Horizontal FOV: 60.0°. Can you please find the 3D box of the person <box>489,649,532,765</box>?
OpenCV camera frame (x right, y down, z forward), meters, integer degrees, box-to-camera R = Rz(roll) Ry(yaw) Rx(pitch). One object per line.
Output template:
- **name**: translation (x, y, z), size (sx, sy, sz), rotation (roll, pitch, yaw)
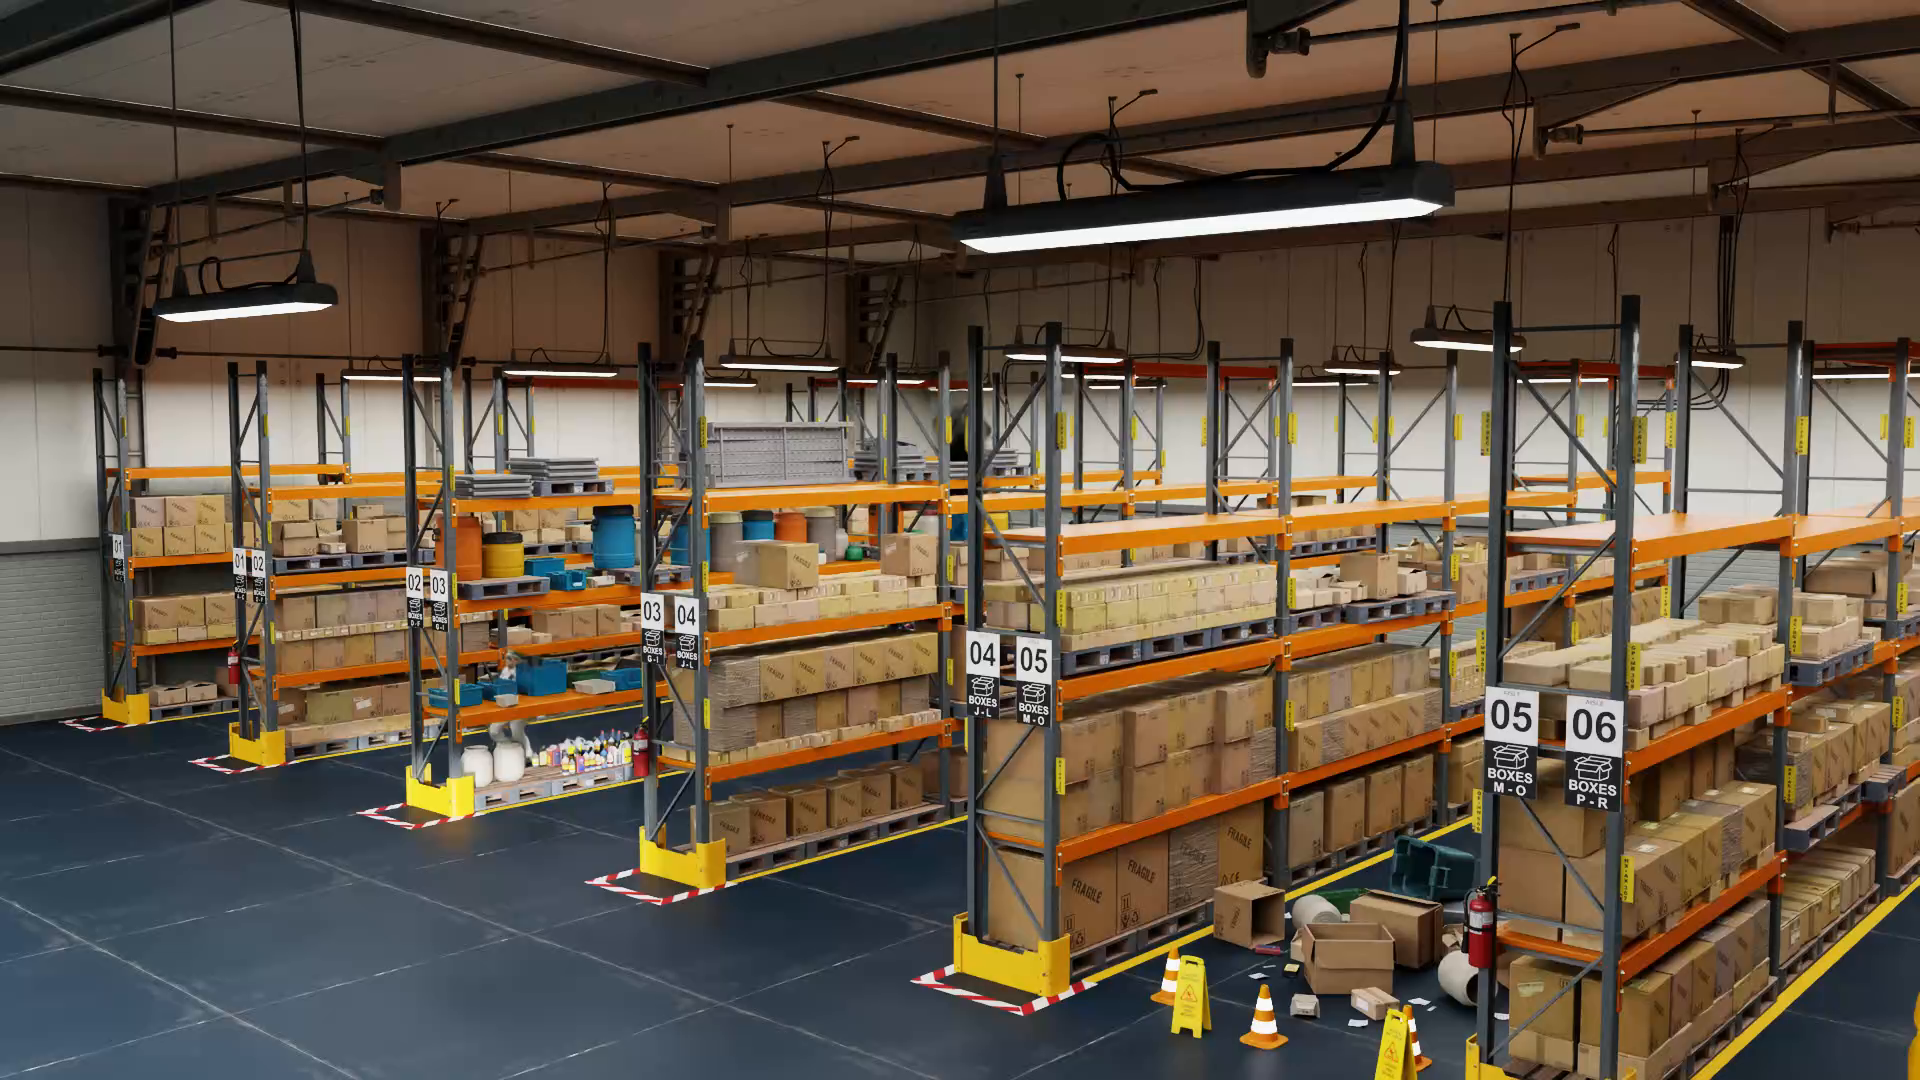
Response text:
- **person**: translation (-6.618, 2.489, 24.469), size (0.636, 1.801, 0.713), rotation (3, 5, 31)
